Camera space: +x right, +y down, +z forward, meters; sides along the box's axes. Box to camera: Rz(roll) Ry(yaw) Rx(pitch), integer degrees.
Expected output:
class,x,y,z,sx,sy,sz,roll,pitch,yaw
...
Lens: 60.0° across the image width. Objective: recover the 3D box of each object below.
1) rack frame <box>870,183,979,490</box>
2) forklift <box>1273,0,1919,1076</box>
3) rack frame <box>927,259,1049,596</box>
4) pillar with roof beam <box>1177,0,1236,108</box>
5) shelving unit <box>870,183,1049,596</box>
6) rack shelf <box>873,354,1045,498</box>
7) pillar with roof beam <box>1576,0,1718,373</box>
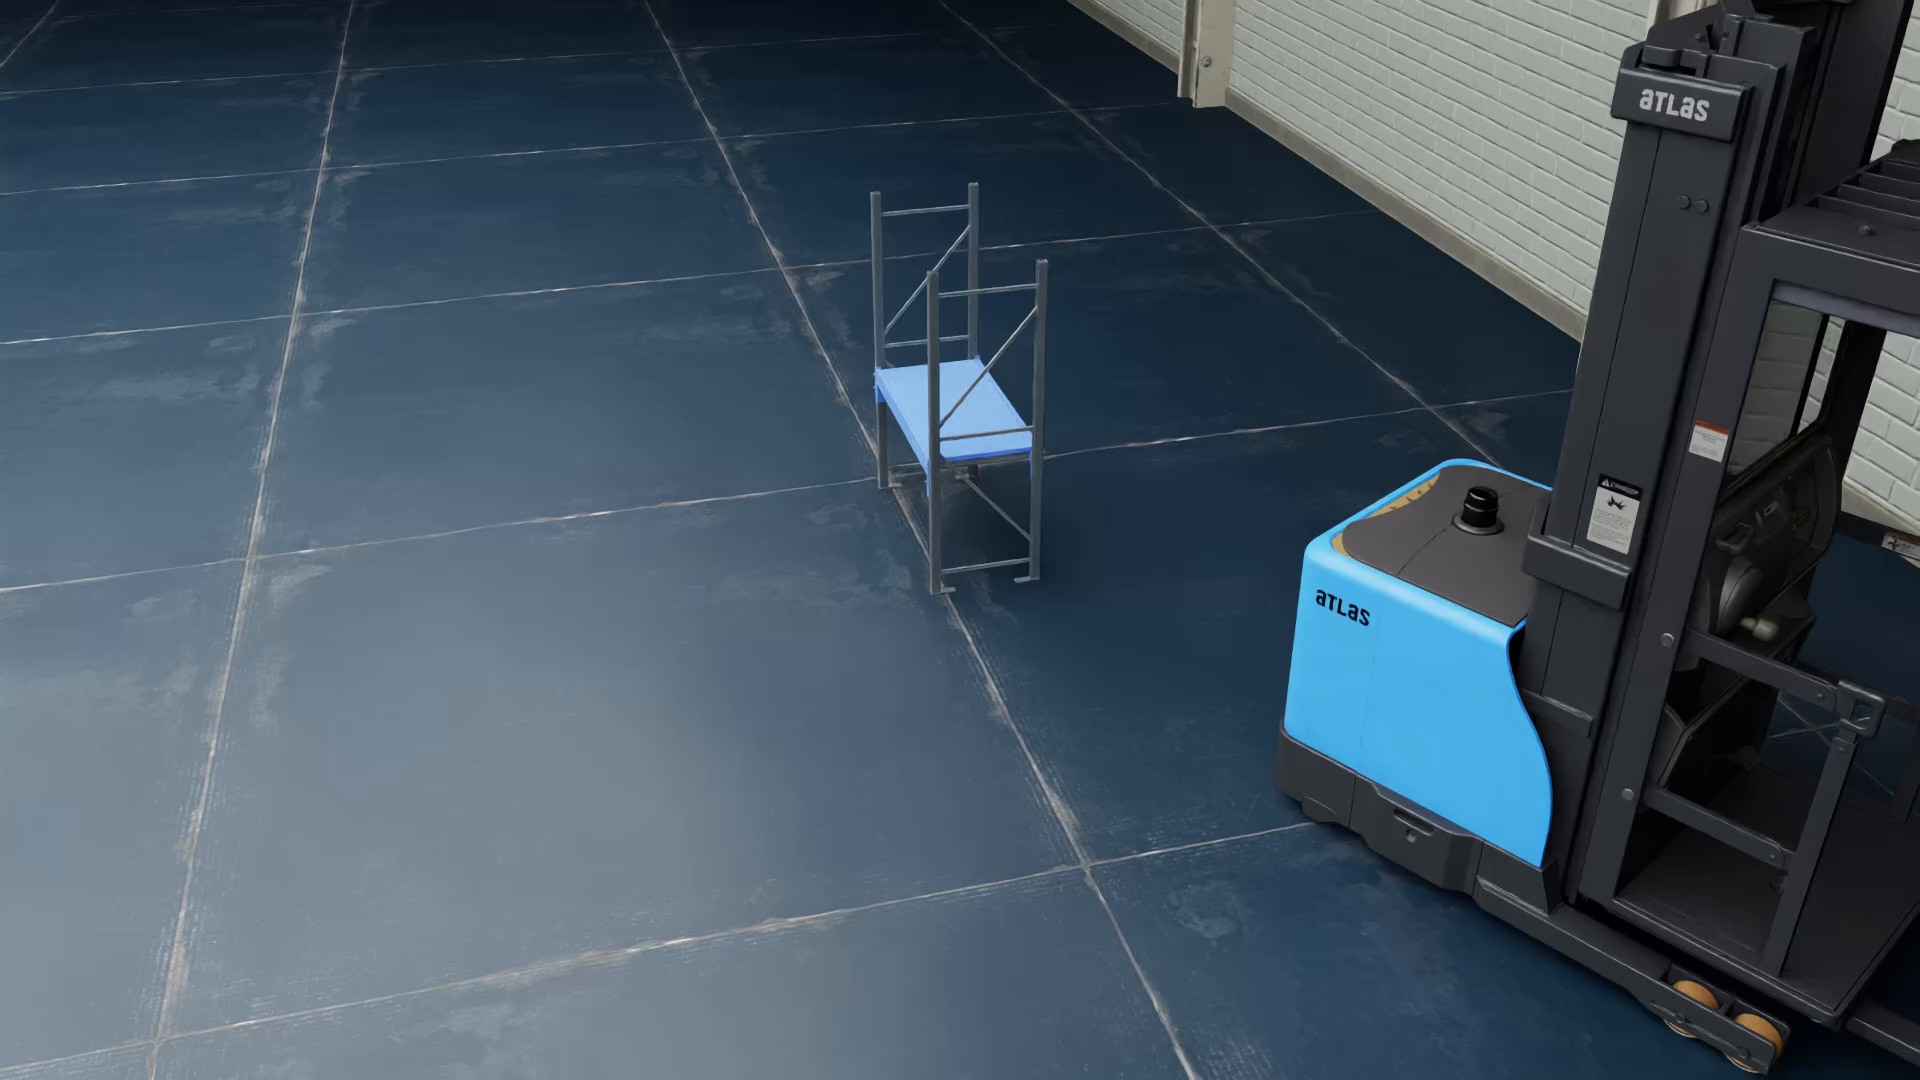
class,x,y,z,sx,sy,sz,roll,pitch,yaw
rack frame,-0.158,-0.936,7.870,0.500,1.500,0.032,-8,31,-13
forklift,2.536,0.033,4.767,1.130,2.935,3.031,-26,39,-37
rack frame,0.112,-0.445,7.021,0.500,1.500,0.032,-8,31,-13
pillar with roof beam,-2.071,-7.091,11.018,9.100,9.000,0.400,-8,31,-13
shelving unit,-0.023,-0.690,7.445,0.538,1.500,1.048,-8,31,-13
rack shelf,-0.023,-0.535,7.536,0.538,0.185,1.000,-8,31,-13
pillar with roof beam,-0.479,-4.193,6.011,9.100,9.000,0.400,-8,31,-13
